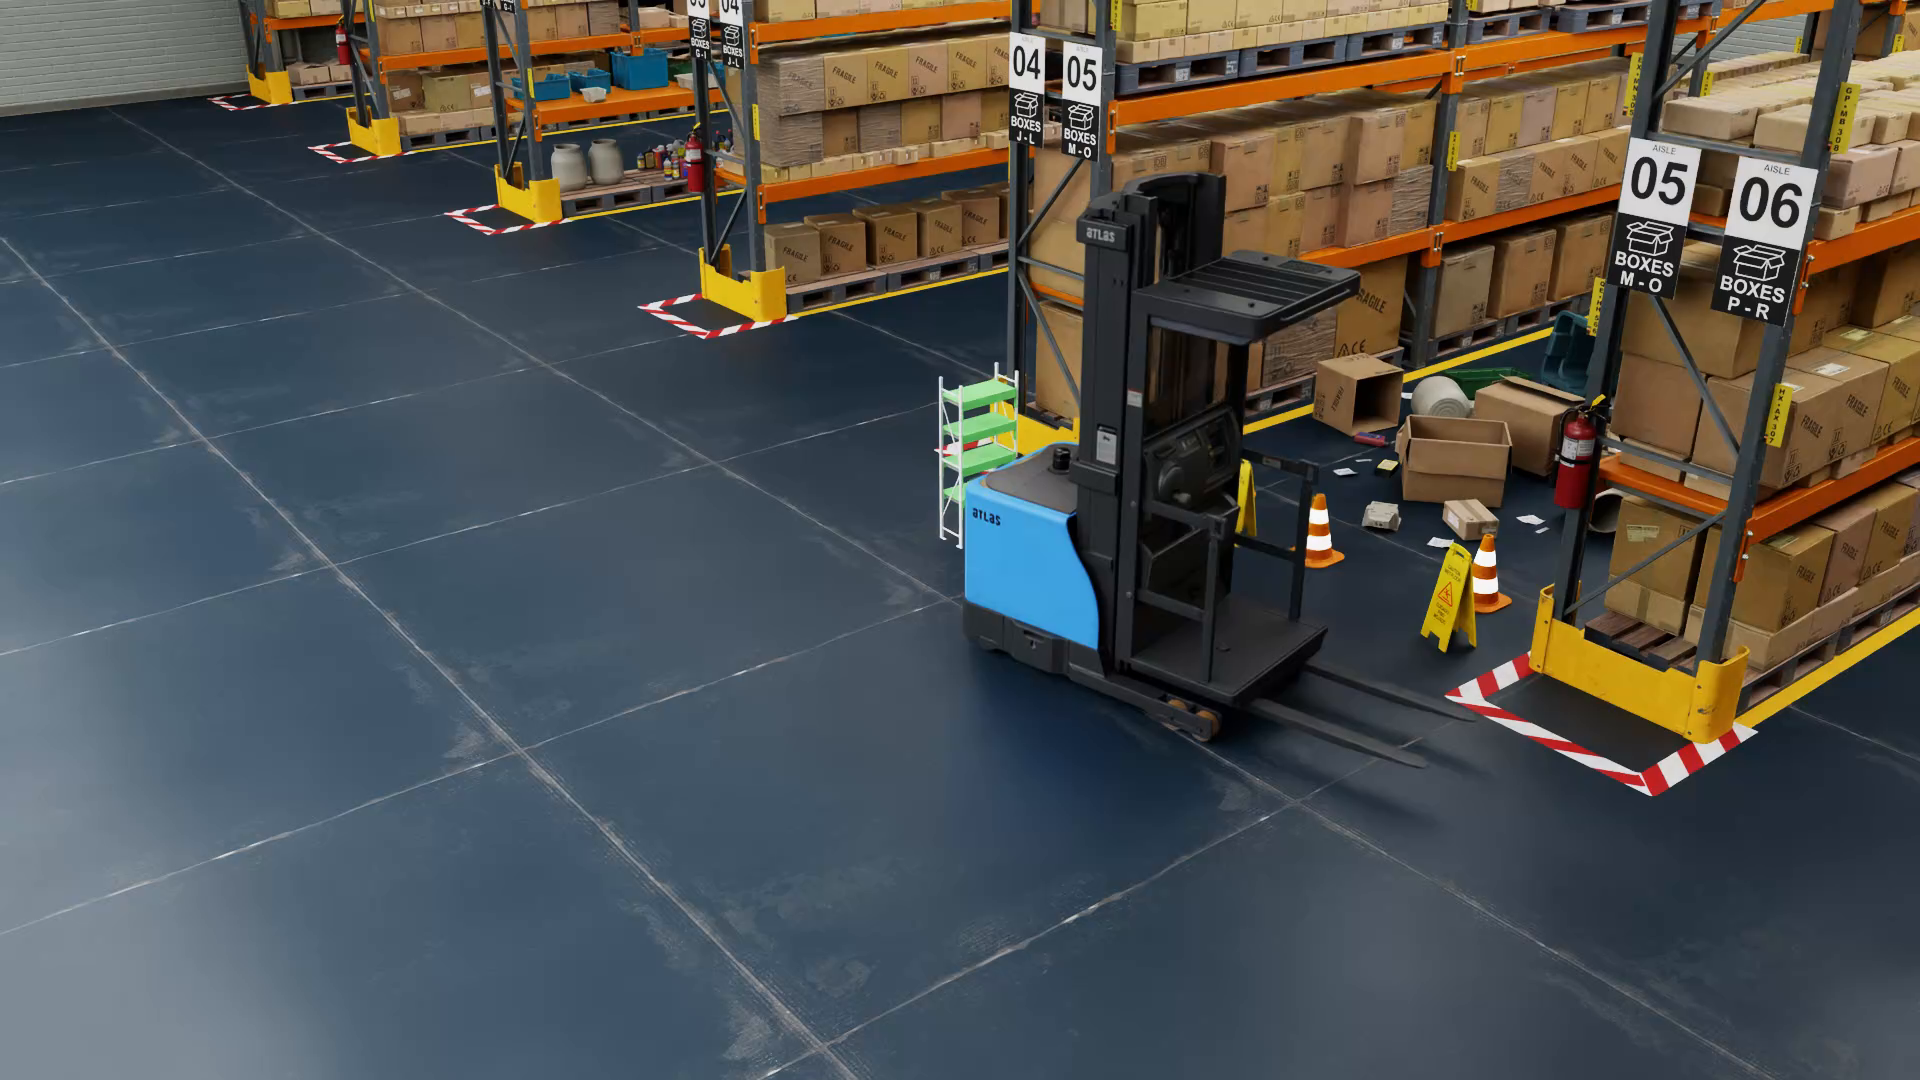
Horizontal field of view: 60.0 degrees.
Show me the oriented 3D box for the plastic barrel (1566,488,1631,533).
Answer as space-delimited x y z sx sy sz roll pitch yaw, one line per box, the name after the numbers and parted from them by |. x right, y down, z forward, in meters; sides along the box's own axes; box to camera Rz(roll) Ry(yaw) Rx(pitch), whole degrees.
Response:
4.555 -0.297 11.888 0.421 0.421 0.512 1 25 2 | plastic barrel

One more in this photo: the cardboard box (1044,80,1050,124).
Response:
0.504 -4.834 18.130 0.500 0.500 0.875 -18 31 -34 | cardboard box

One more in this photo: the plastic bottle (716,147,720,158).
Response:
-3.091 -4.956 21.569 0.133 0.283 0.061 -18 31 -34 | plastic bottle

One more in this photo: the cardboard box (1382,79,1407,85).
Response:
5.400 -6.139 21.296 0.500 0.500 0.500 -19 31 -35 | cardboard box

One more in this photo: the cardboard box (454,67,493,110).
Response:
-7.024 -6.607 24.300 0.500 0.500 0.500 -18 31 -34 | cardboard box

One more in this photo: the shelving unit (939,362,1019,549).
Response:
0.130 -0.587 11.590 0.503 1.200 0.258 -18 31 -34 | shelving unit

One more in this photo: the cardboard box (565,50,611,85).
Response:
-5.772 -7.299 25.791 0.500 0.500 0.500 -18 31 -34 | cardboard box

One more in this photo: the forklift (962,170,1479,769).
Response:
1.471 -0.454 9.246 3.031 2.935 1.130 19 31 35 | forklift

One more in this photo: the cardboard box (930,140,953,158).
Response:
-0.281 -4.098 17.315 0.250 0.149 0.380 -18 31 -34 | cardboard box

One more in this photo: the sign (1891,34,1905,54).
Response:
10.518 -5.501 18.664 0.005 0.325 0.100 -18 31 -34 | sign

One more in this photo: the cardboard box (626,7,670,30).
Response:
-4.853 -8.107 25.833 0.500 0.250 0.500 -16 29 -31 | cardboard box

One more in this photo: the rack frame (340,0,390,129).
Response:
-8.361 -6.993 23.255 0.127 3.000 1.000 -18 31 -34 | rack frame

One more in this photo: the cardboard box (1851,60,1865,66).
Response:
9.977 -5.336 18.777 0.250 0.149 0.380 -17 30 -32 | cardboard box

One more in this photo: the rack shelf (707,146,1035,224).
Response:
-0.678 -3.904 17.453 4.000 0.370 1.077 -18 31 -34 | rack shelf

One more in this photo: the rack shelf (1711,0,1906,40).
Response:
8.599 -5.673 17.703 4.000 0.370 1.077 -18 31 -34 | rack shelf

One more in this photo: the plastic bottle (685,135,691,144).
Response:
-3.534 -5.157 21.922 0.185 0.351 0.144 -19 31 -34 | plastic bottle

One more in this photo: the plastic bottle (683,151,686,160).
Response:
-3.572 -5.012 21.788 0.097 0.201 0.097 0 25 0 | plastic bottle

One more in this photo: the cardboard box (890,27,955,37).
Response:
-0.401 -5.091 17.496 0.500 0.500 0.500 -18 31 -34 | cardboard box

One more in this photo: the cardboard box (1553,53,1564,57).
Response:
8.249 -6.886 23.323 0.250 0.149 0.380 -19 31 -35 | cardboard box

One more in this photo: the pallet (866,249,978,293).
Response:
-0.571 -2.980 17.920 1.213 0.211 1.003 -18 31 -34 | pallet

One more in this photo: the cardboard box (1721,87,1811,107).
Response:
4.364 -2.348 9.035 0.250 0.149 0.380 -19 31 -35 | cardboard box

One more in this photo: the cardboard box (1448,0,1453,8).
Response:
4.334 -4.845 14.625 0.500 0.250 0.500 -18 30 -33 | cardboard box

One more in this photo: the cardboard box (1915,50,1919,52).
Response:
6.162 -2.959 10.350 0.250 0.149 0.380 -19 31 -36 | cardboard box

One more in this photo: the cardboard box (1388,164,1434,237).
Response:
3.594 -3.049 14.578 0.550 0.550 0.875 -18 31 -34 | cardboard box

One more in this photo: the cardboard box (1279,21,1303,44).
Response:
2.390 -3.901 12.710 0.250 0.149 0.380 -18 30 -34 | cardboard box

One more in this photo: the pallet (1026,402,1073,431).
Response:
1.311 -1.010 13.676 1.213 0.211 1.003 -18 31 -34 | pallet

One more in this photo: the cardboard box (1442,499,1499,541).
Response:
3.648 -0.144 11.884 0.250 0.149 0.380 -3 25 -7 | cardboard box

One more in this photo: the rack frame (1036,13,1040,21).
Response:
1.082 -10.111 29.972 0.127 3.000 1.000 -18 31 -34 | rack frame

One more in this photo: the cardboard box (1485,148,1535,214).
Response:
4.854 -3.305 15.189 0.500 0.500 0.500 -18 30 -34 | cardboard box

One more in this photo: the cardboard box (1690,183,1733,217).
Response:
3.972 -1.860 8.929 0.250 0.149 0.380 -18 30 -34 | cardboard box

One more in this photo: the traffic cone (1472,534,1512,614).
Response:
3.406 0.184 10.804 0.334 0.463 0.336 -18 31 -34 | traffic cone

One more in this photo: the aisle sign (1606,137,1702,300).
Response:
3.636 -1.687 8.734 0.004 0.787 0.394 -18 31 -34 | aisle sign

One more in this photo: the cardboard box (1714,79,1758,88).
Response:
8.123 -4.723 17.457 0.250 0.149 0.380 -20 31 -36 | cardboard box

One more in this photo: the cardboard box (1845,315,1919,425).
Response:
5.608 -1.042 9.961 0.500 0.500 0.500 -19 31 -35 | cardboard box

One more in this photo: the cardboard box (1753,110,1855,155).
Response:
4.269 -2.061 8.416 0.250 0.149 0.380 -19 31 -34 | cardboard box

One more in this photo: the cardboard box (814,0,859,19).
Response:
-1.311 -5.179 15.961 0.500 0.250 0.500 -19 31 -35 | cardboard box

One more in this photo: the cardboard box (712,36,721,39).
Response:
-4.466 -10.074 31.949 0.750 0.750 0.750 -19 31 -35 | cardboard box

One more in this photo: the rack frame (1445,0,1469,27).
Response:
3.877 -5.802 13.561 0.127 3.000 1.000 -18 31 -34 | rack frame

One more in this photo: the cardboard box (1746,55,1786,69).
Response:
9.160 -5.415 18.947 0.250 0.149 0.380 -18 30 -34 | cardboard box

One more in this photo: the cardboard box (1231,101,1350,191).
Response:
2.695 -3.278 13.788 0.550 0.550 0.875 -18 31 -34 | cardboard box

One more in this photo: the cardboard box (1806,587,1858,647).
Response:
5.075 0.381 10.134 0.500 0.250 0.500 -17 30 -32 | cardboard box

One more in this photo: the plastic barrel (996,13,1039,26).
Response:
0.809 -7.270 23.691 0.708 0.536 0.600 -18 31 -34 | plastic barrel

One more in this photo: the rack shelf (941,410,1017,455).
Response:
0.130 -0.747 11.516 0.480 0.148 0.258 -18 31 -34 | rack shelf

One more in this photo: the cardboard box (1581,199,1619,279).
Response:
6.490 -3.161 17.172 0.750 0.750 1.050 -19 31 -35 | cardboard box

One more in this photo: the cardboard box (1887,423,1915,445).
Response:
5.515 -0.722 10.041 0.250 0.149 0.380 -19 31 -35 | cardboard box

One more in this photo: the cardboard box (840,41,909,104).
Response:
-0.860 -4.655 16.557 0.500 0.500 0.500 -18 31 -34 | cardboard box

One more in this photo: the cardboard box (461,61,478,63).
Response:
-8.676 -8.438 29.211 0.380 0.166 0.250 22 33 39 | cardboard box

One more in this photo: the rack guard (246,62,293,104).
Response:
-11.361 -7.519 27.358 0.348 0.500 1.175 -18 31 -34 | rack guard

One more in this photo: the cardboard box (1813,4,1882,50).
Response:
10.376 -6.004 19.464 0.500 0.500 0.500 -20 31 -36 | cardboard box

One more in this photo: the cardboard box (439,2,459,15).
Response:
-7.316 -7.562 23.592 0.250 0.149 0.380 -19 31 -35 | cardboard box

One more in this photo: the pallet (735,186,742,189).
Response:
-2.714 -4.965 22.197 1.213 0.211 1.003 -18 31 -34 | pallet

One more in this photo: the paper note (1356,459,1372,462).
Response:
3.178 -0.627 13.089 0.123 0.001 0.032 -3 25 -7 | paper note

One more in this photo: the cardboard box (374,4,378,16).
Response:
-8.178 -7.495 23.448 0.250 0.149 0.380 -19 31 -35 | cardboard box

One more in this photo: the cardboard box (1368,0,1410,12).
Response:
3.250 -4.400 13.311 0.500 0.250 0.500 -18 31 -34 | cardboard box
